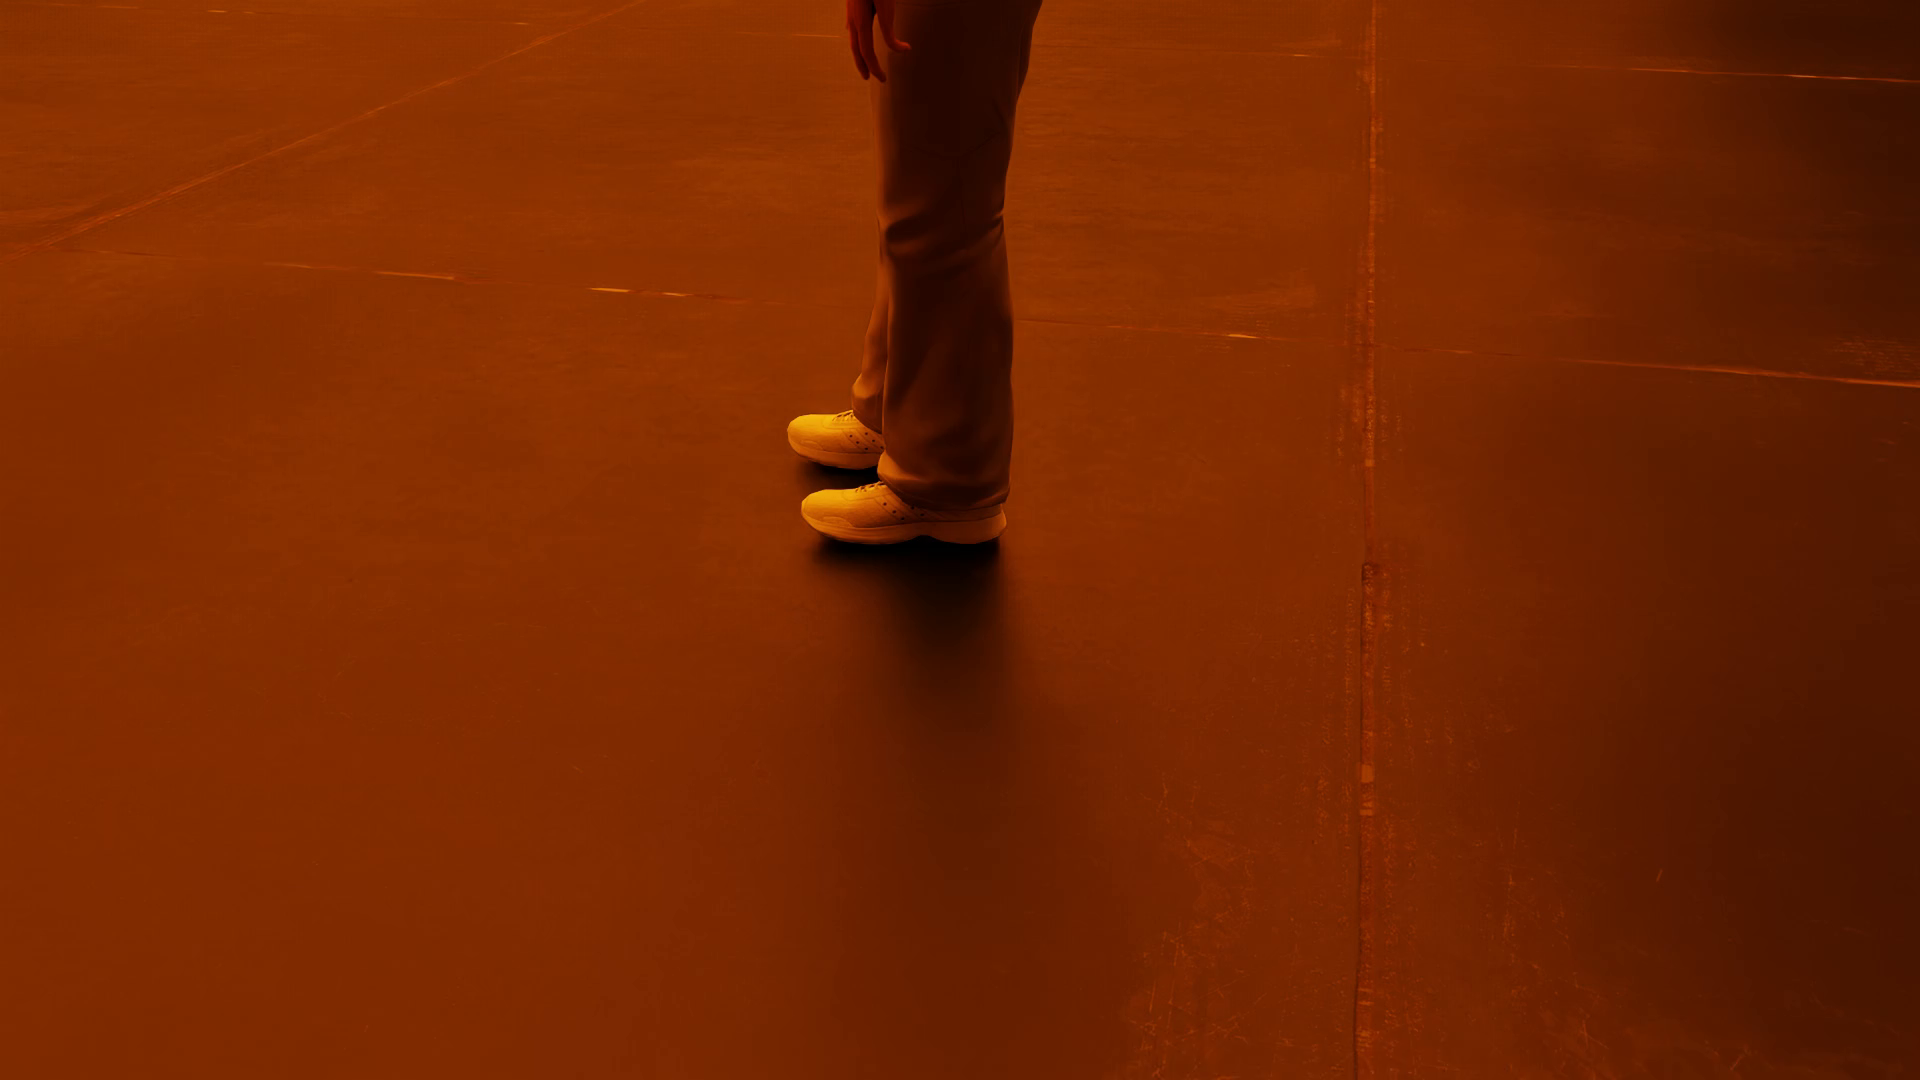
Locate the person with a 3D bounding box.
[{"bbox_3d":[-0.069,-0.768,2.146,0.548,1.673,0.549,6,27,11],"label":"person"}]
